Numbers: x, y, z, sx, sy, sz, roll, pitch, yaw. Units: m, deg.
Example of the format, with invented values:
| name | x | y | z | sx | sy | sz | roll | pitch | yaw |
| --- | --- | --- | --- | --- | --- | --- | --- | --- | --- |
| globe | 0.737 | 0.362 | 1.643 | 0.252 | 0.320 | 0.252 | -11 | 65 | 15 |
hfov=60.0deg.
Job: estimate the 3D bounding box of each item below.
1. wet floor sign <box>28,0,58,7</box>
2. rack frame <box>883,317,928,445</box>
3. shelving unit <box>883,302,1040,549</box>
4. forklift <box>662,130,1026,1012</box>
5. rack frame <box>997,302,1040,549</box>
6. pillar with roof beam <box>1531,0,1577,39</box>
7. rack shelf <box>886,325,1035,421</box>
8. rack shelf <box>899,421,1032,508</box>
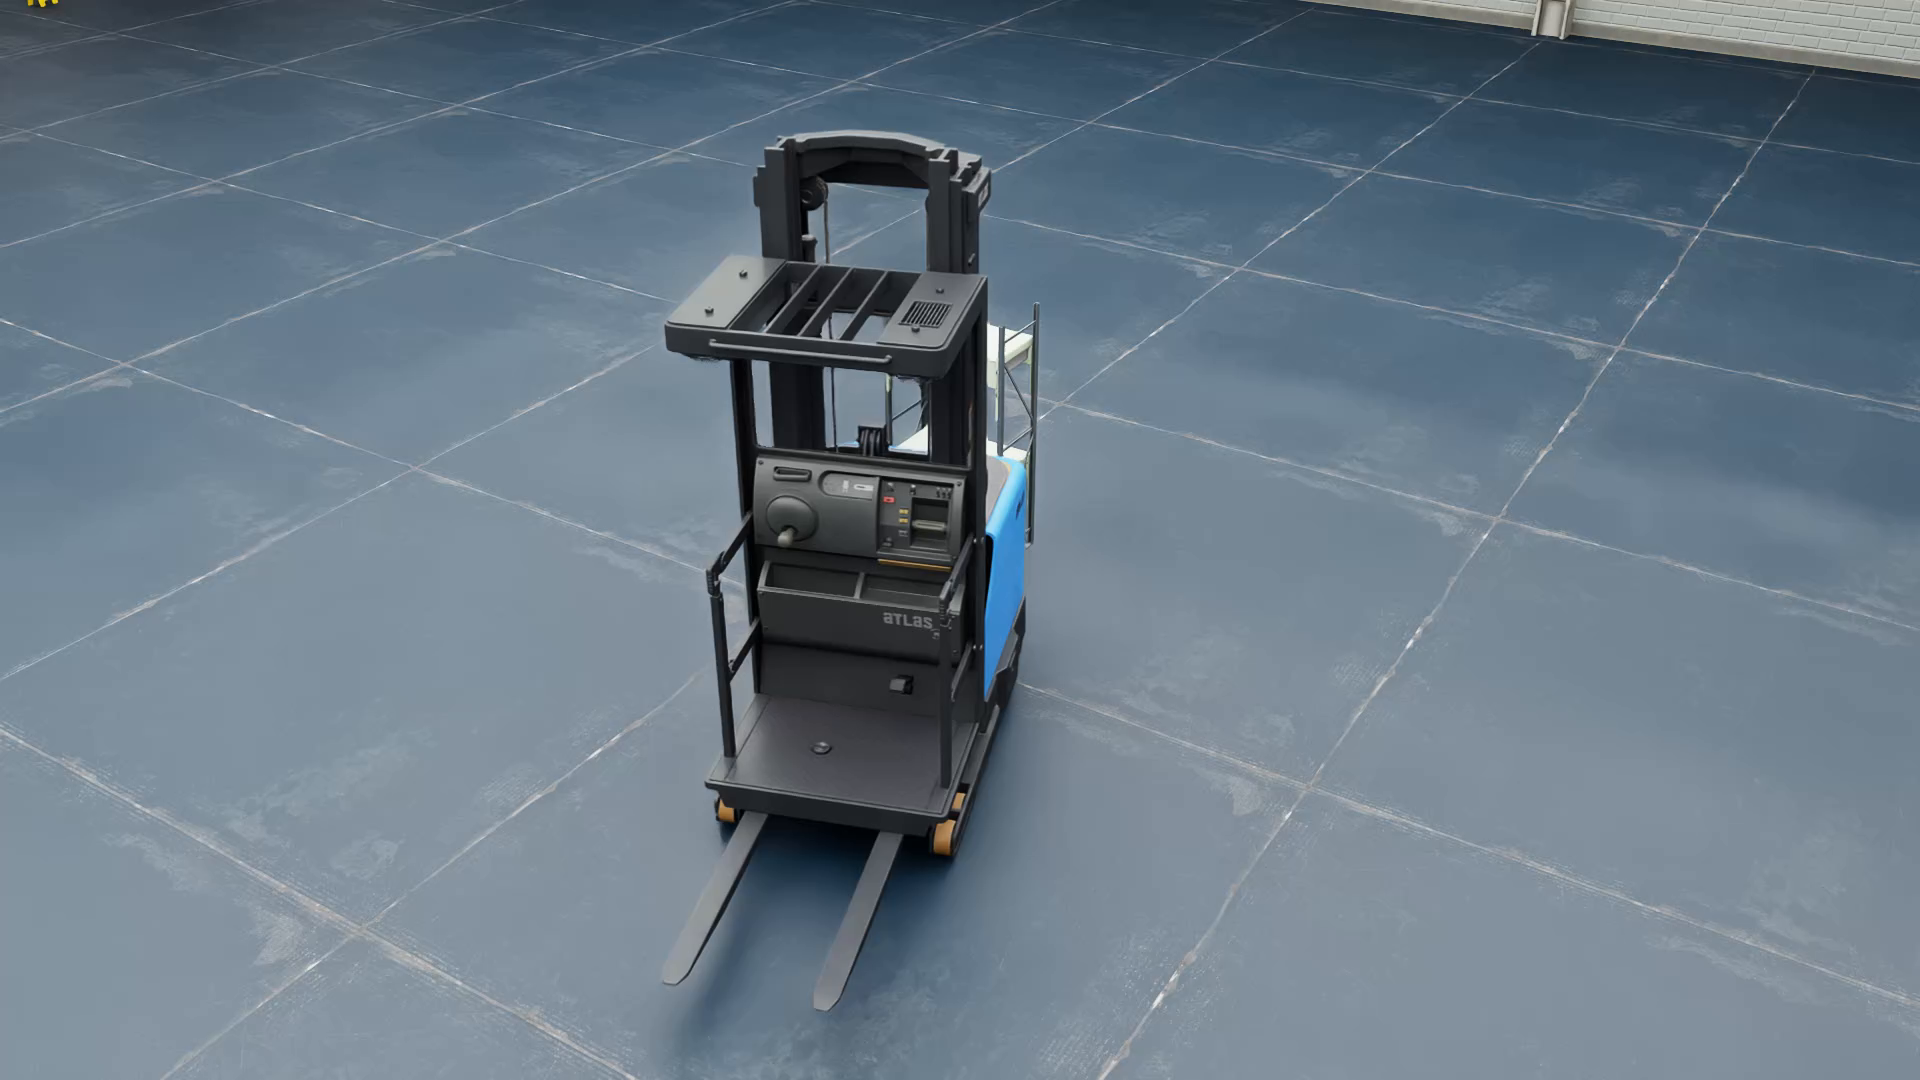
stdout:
| name | x | y | z | sx | sy | sz | roll | pitch | yaw |
| --- | --- | --- | --- | --- | --- | --- | --- | --- | --- |
| wet floor sign | -12.008 | -7.297 | 21.617 | 0.232 | 0.644 | 0.267 | 12 | 32 | 19 |
| rack frame | -0.304 | -0.744 | 9.537 | 0.023 | 1.500 | 0.400 | 18 | 35 | 27 |
| shelving unit | 0.006 | -0.646 | 9.369 | 0.755 | 1.500 | 0.431 | 18 | 35 | 27 |
| forklift | -0.484 | -0.079 | 6.976 | 1.130 | 2.935 | 3.031 | 7 | 31 | 11 |
| rack frame | 0.316 | -0.548 | 9.201 | 0.023 | 1.500 | 0.400 | 18 | 35 | 27 |
| pillar with roof beam | 4.943 | -8.238 | 14.941 | 0.400 | 9.000 | 9.100 | 18 | 35 | 27 |
| rack shelf | 0.006 | -0.983 | 9.172 | 0.720 | 0.370 | 0.431 | 18 | 35 | 27 |
| rack shelf | 0.006 | -0.364 | 9.533 | 0.720 | 0.370 | 0.431 | 18 | 35 | 27 |
